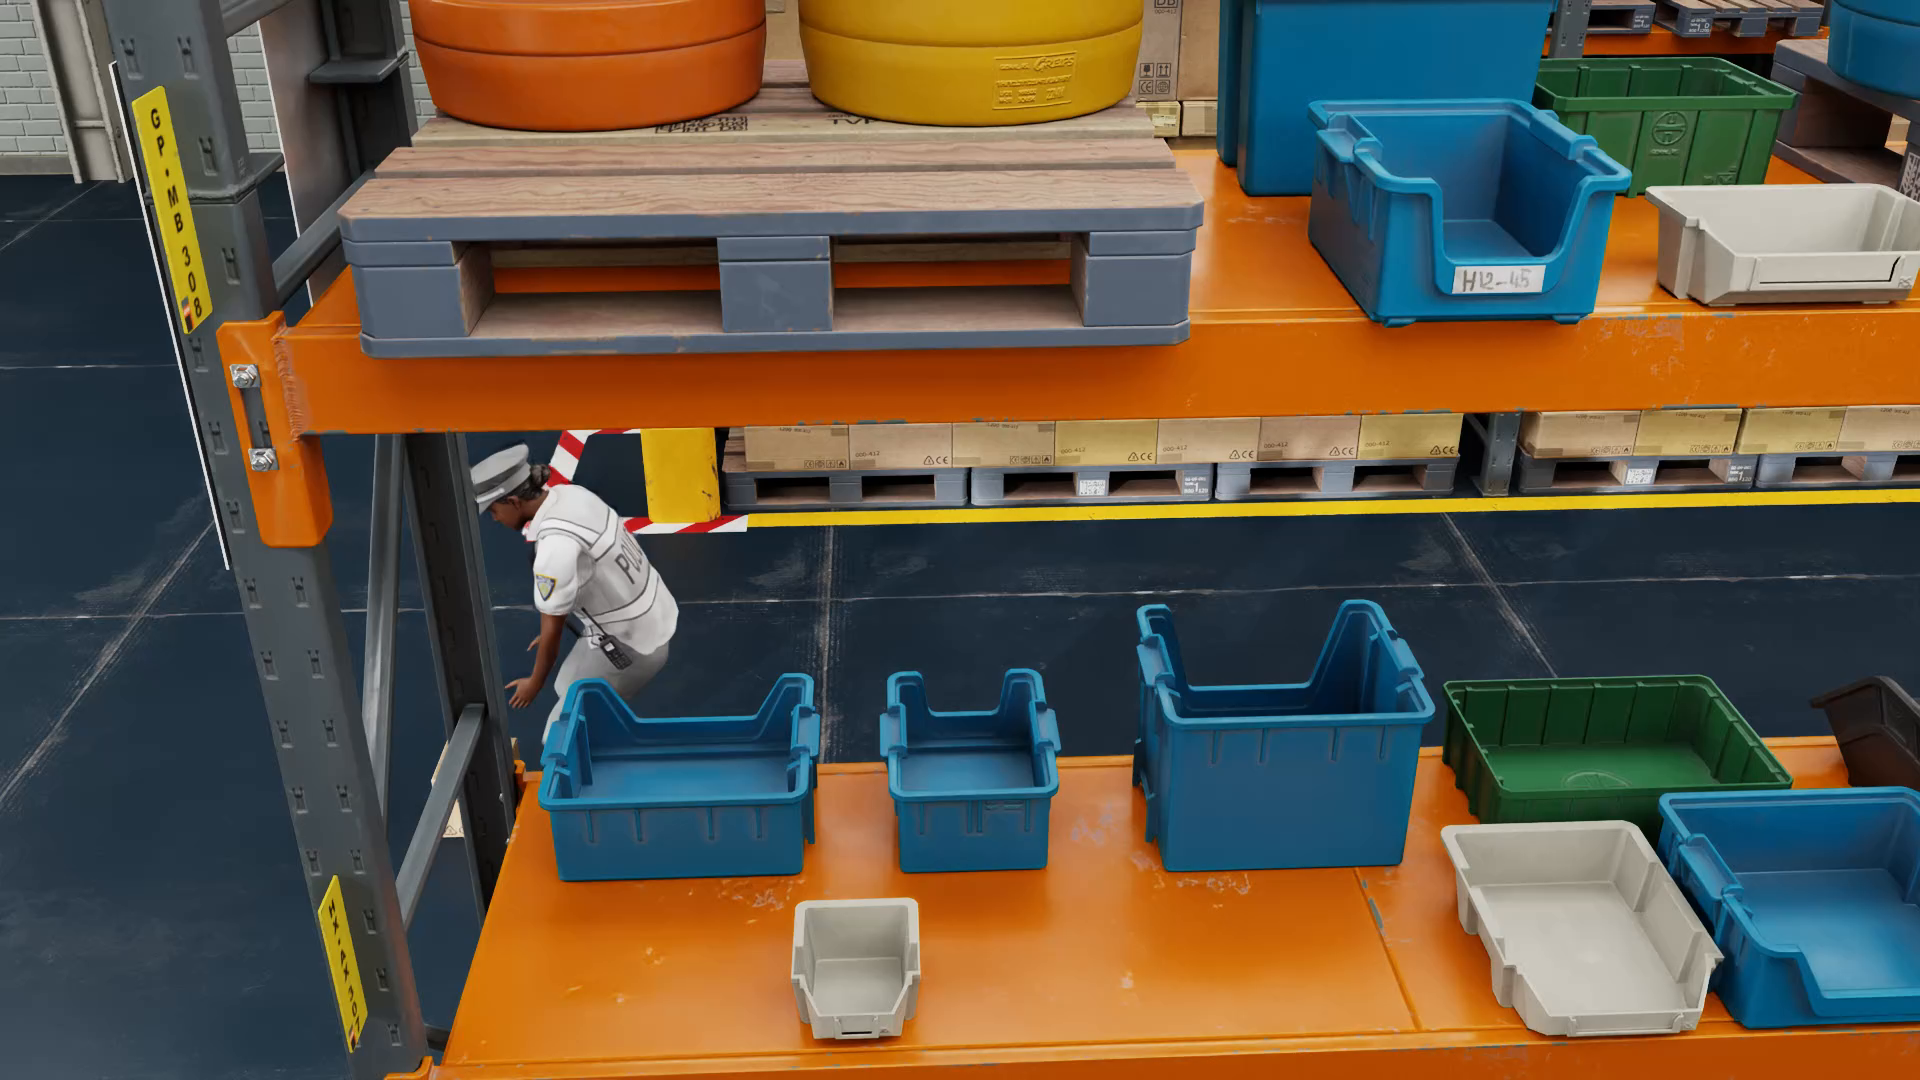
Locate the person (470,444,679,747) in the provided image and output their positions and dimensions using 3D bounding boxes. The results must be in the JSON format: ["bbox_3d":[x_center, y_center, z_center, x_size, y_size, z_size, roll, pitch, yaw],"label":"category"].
[{"bbox_3d":[-1.288,0.360,5.662,0.649,1.464,0.492,-1,28,-2],"label":"person"}]
